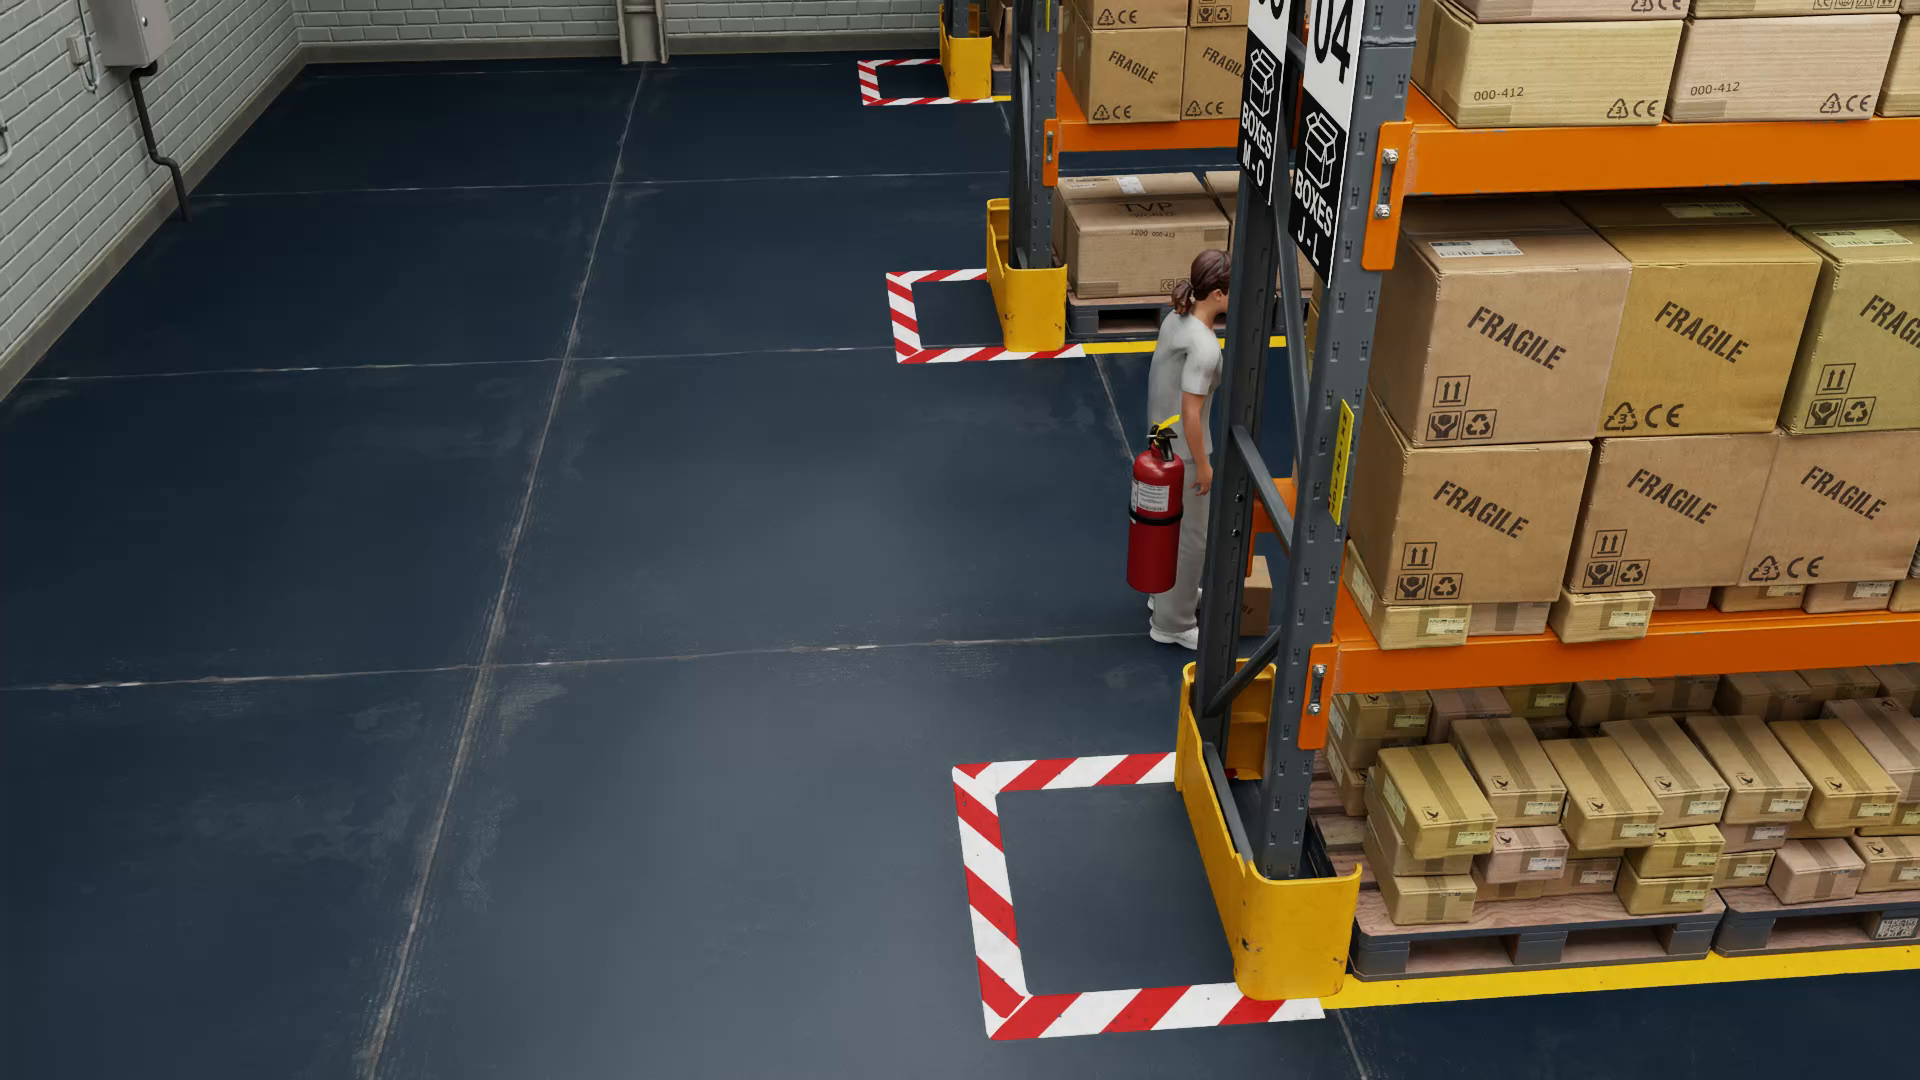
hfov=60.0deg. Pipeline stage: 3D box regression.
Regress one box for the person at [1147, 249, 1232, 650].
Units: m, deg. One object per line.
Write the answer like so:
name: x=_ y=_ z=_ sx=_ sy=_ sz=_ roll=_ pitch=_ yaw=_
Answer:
person: x=0.940 y=-0.376 z=6.756 sx=0.370 sy=1.671 sz=0.514 roll=0 pitch=31 yaw=0
